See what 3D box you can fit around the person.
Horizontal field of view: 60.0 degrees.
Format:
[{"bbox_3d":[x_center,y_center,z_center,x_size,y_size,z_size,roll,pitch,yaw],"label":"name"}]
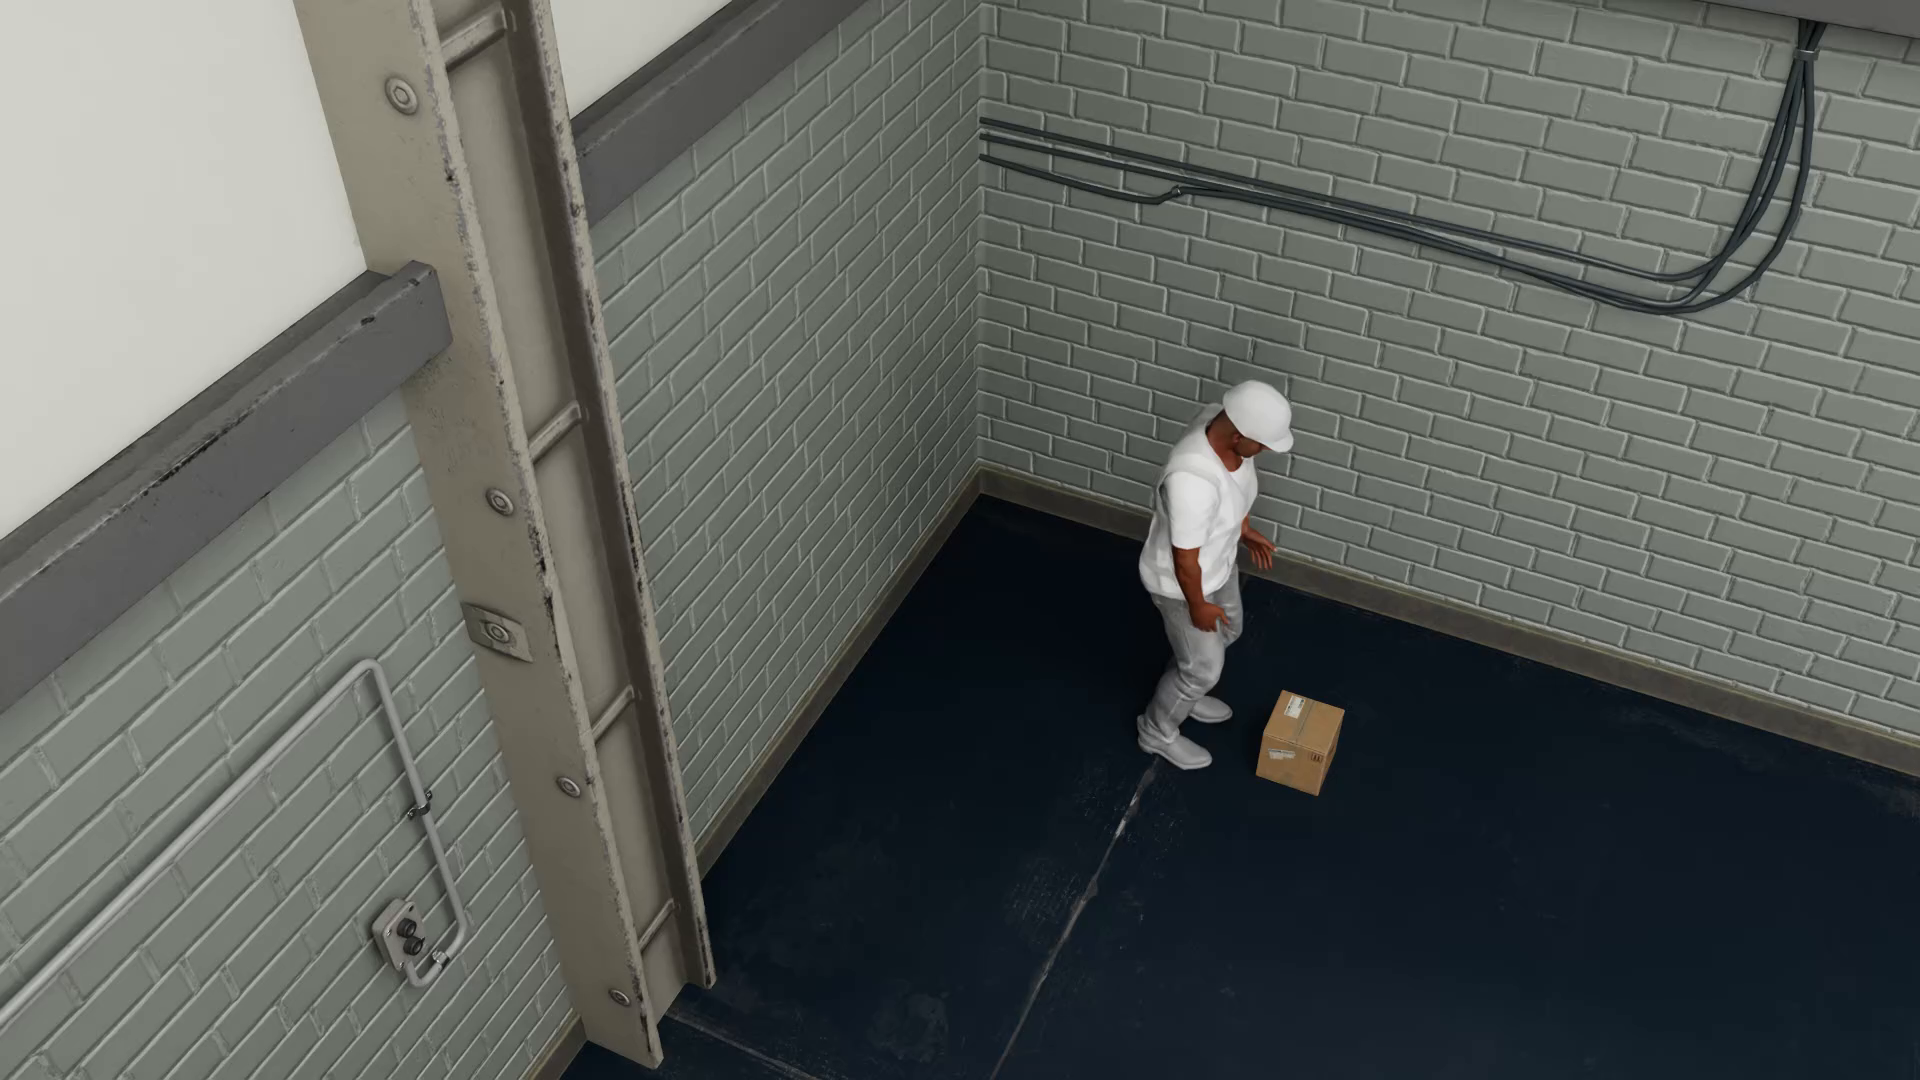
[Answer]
[{"bbox_3d":[0.913,0.102,6.110,0.453,1.717,0.591,18,45,19],"label":"person"}]
